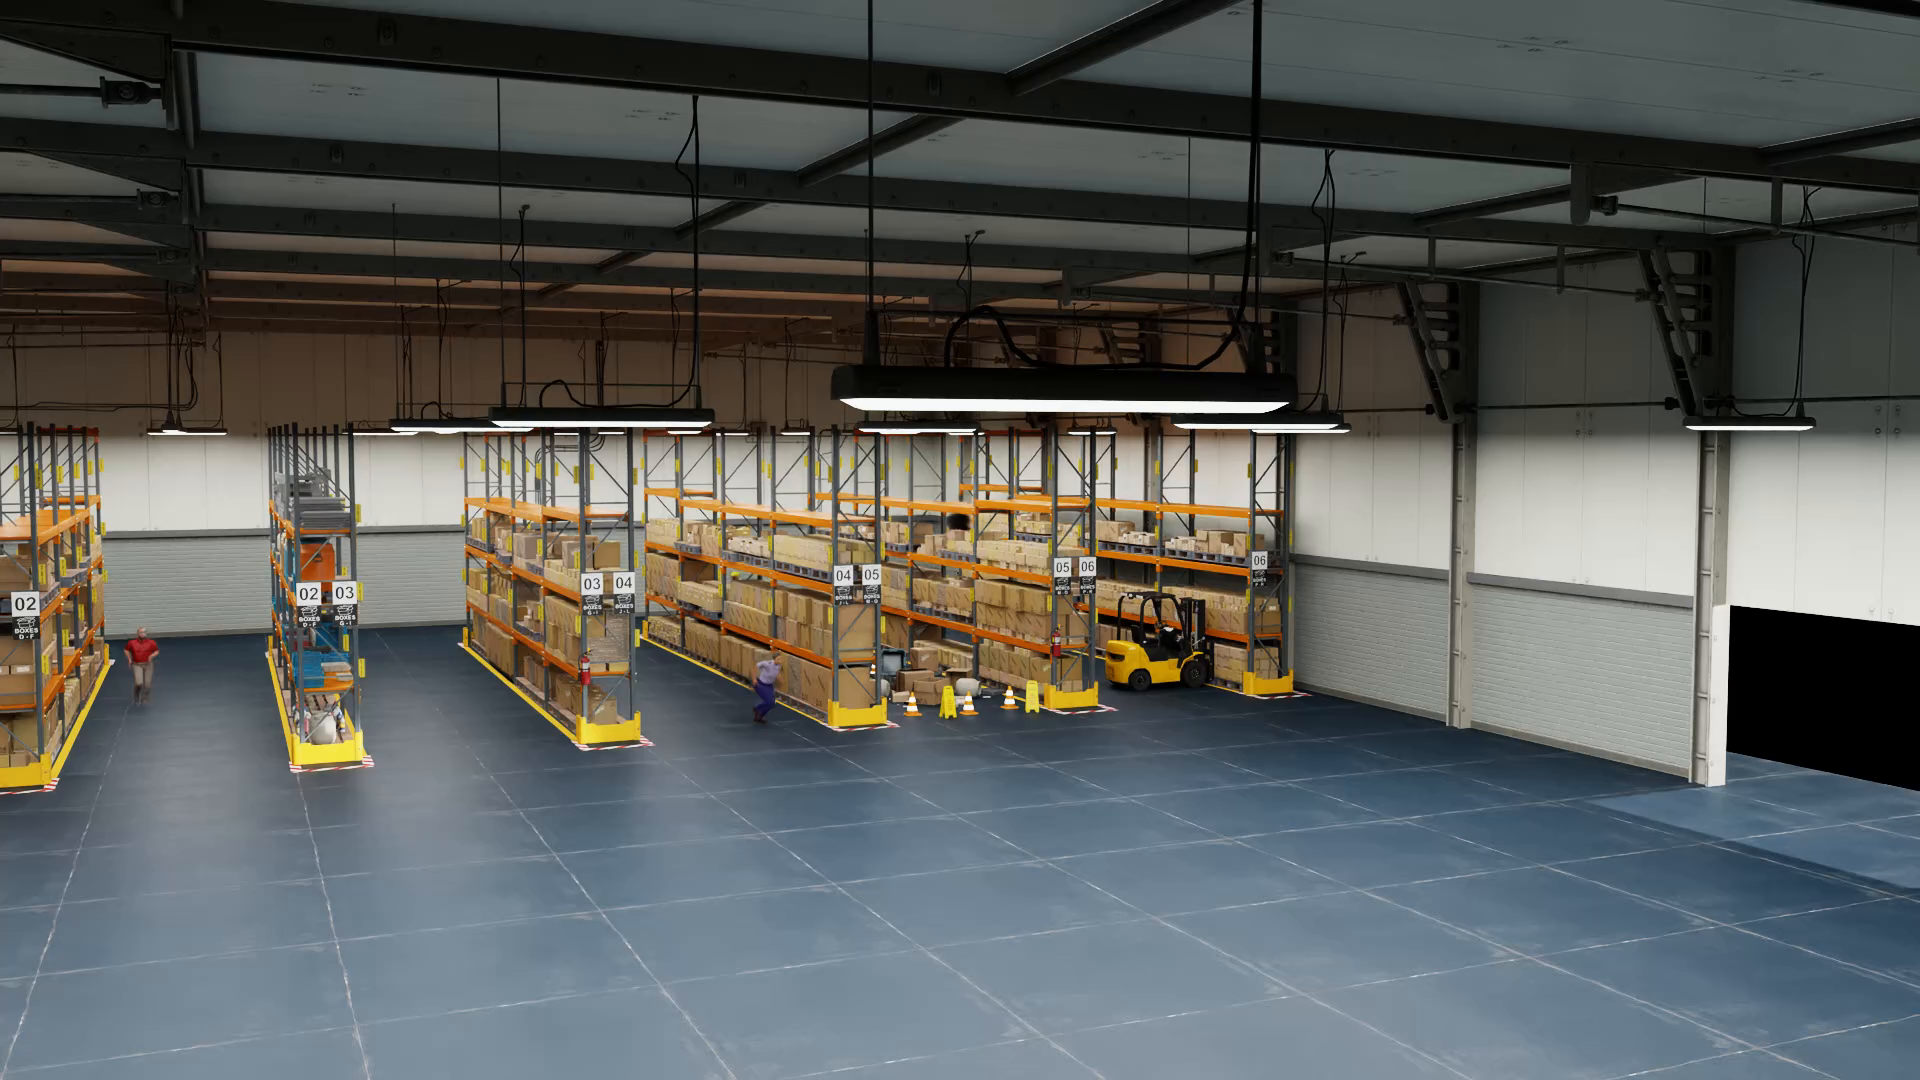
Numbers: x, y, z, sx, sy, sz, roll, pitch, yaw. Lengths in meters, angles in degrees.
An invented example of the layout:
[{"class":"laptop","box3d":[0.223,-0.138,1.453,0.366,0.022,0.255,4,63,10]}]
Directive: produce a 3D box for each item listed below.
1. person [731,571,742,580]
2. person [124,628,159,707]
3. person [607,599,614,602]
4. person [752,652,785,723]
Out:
[{"class":"person","box3d":[-6.597,1.800,50.070,0.983,1.734,0.715,-2,4,-30]},{"class":"person","box3d":[-17.371,2.710,35.323,0.654,1.684,0.649,-2,4,-29]},{"class":"person","box3d":[-10.578,1.926,49.522,0.632,1.556,0.909,-2,4,-25]},{"class":"person","box3d":[-3.858,2.963,33.227,0.788,1.473,0.633,2,4,34]}]
